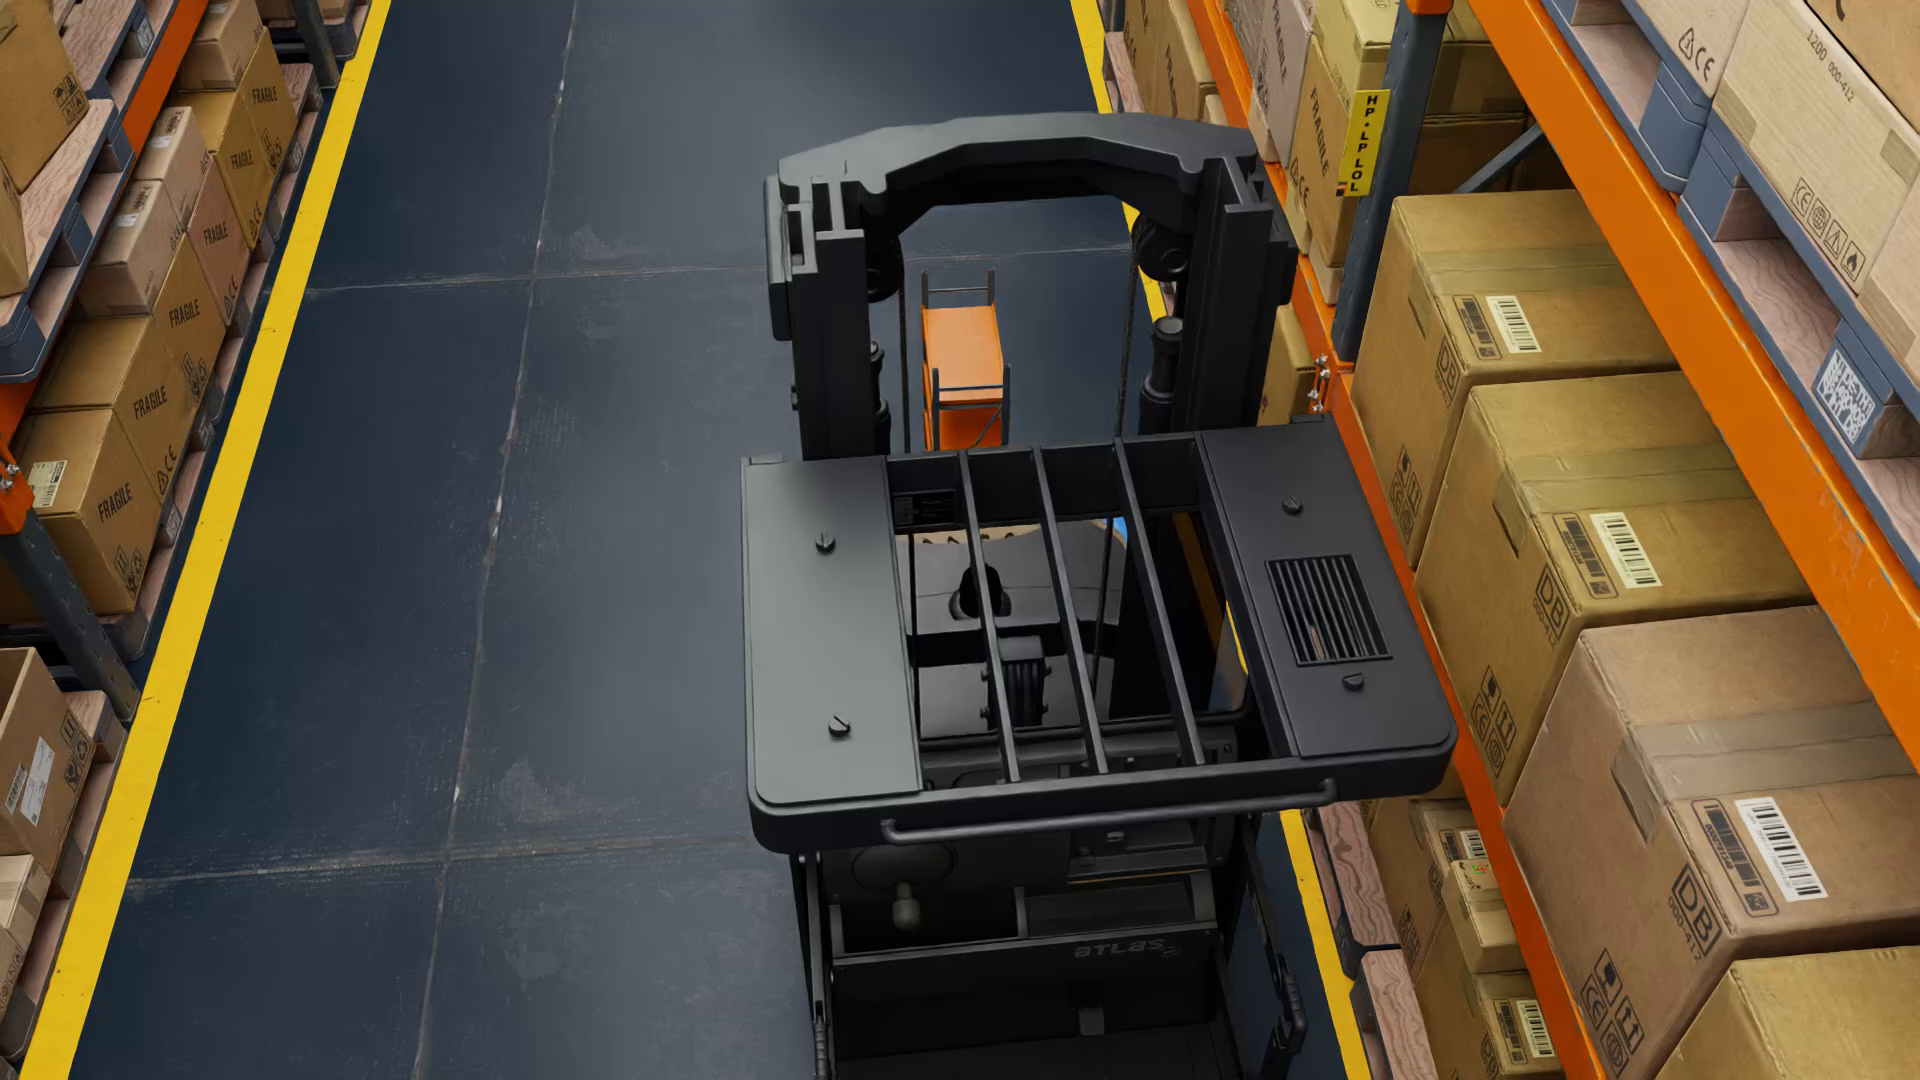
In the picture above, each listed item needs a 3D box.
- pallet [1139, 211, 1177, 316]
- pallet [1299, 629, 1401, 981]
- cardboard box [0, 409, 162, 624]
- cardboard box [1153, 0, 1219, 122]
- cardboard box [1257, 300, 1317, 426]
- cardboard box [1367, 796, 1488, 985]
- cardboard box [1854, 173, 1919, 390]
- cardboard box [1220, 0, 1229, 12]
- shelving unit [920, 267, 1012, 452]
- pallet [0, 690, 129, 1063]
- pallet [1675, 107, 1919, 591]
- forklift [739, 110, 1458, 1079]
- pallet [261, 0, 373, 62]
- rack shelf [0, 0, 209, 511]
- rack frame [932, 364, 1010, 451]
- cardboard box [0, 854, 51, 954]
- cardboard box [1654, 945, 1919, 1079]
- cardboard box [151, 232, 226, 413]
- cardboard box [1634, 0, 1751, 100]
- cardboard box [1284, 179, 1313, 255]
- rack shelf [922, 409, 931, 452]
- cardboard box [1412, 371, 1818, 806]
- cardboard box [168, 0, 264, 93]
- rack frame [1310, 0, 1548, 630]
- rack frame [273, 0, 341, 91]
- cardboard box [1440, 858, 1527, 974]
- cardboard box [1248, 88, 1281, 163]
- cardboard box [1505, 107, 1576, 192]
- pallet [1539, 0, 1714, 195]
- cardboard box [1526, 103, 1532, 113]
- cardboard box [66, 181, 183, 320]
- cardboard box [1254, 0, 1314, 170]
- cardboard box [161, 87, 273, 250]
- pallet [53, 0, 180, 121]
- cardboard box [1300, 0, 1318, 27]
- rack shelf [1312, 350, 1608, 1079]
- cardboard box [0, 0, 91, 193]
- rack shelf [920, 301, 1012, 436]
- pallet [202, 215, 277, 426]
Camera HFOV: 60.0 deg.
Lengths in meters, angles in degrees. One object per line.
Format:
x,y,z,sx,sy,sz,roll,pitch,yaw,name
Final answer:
1.373,-1.205,7.246,1.003,0.211,1.213,-3,47,-3,pallet
1.603,0.788,5.358,1.003,0.211,1.213,-3,47,-3,pallet
-3.116,-0.078,5.677,0.500,0.500,0.500,-5,47,-5,cardboard box
1.281,-1.851,7.128,0.750,0.750,0.750,-4,47,-3,cardboard box
1.434,-0.593,5.937,0.750,0.750,0.750,-3,47,-3,cardboard box
1.617,0.900,4.764,0.700,0.500,0.500,-4,47,-4,cardboard box
1.534,-0.257,2.107,0.500,0.250,0.500,-5,47,-4,cardboard box
1.195,-2.281,6.057,0.500,0.500,0.500,-2,47,-2,cardboard box
0.014,-0.293,5.701,0.258,1.200,0.503,-3,47,-3,shelving unit
-3.262,1.034,5.126,1.003,0.211,1.213,-3,47,-3,pallet
1.775,-0.253,2.419,1.003,0.211,1.213,-3,47,-3,pallet
0.178,0.736,3.535,1.130,2.935,3.031,-5,47,-4,forklift
-3.683,-2.955,8.903,1.003,0.211,1.213,-3,47,-3,pallet
-3.486,-1.622,6.215,1.077,0.370,4.000,-3,47,-3,rack shelf
0.034,-0.116,5.534,0.240,1.200,0.015,-3,47,-3,rack frame
-2.897,1.070,4.831,0.380,0.149,0.250,-3,47,-3,cardboard box
1.828,1.171,2.868,0.980,0.700,0.700,-4,47,-4,cardboard box
-3.206,-0.826,6.385,0.500,0.500,0.500,-3,47,-3,cardboard box
1.441,-0.999,2.809,0.500,0.250,0.500,-4,47,-4,cardboard box
1.263,-1.055,5.342,0.380,0.149,0.250,-3,47,-3,cardboard box
0.014,-0.247,5.750,0.258,0.148,0.480,-3,47,-3,rack shelf
1.703,0.093,3.889,0.980,0.700,0.700,-5,47,-4,cardboard box
-3.332,-2.163,7.134,0.500,0.250,0.500,-2,47,-2,cardboard box
1.618,-0.726,4.871,1.000,3.000,0.127,-3,47,-3,rack frame
-3.653,-3.316,7.325,1.000,3.000,0.127,-3,47,-3,rack frame
1.469,0.950,4.270,0.380,0.149,0.250,-5,47,-4,cardboard box
1.205,-1.432,5.700,0.380,0.149,0.250,-3,47,-3,cardboard box
1.830,-1.217,5.049,0.500,0.500,0.500,-5,47,-5,cardboard box
1.676,-1.134,3.253,1.003,0.211,1.213,-3,47,-3,pallet
1.839,-1.476,4.778,0.500,0.250,0.500,-2,47,-2,cardboard box
-3.200,-1.060,6.090,0.500,0.250,0.500,-3,47,-3,cardboard box
1.275,-1.556,5.371,0.500,0.500,0.500,-3,47,-3,cardboard box
-3.298,-1.571,7.090,0.500,0.500,0.500,-5,47,-5,cardboard box
-3.486,-1.843,6.062,1.003,0.211,1.213,-3,47,-3,pallet
1.291,-1.820,5.104,0.500,0.250,0.500,-3,47,-2,cardboard box
1.785,0.969,3.762,1.077,0.370,4.000,-3,47,-3,rack shelf
-3.256,-1.451,5.200,0.700,0.500,0.500,3,47,3,cardboard box
0.014,-0.563,5.416,0.258,0.148,0.480,-3,47,-3,rack shelf
-3.529,-0.934,6.989,1.003,0.211,1.213,-3,47,-3,pallet
